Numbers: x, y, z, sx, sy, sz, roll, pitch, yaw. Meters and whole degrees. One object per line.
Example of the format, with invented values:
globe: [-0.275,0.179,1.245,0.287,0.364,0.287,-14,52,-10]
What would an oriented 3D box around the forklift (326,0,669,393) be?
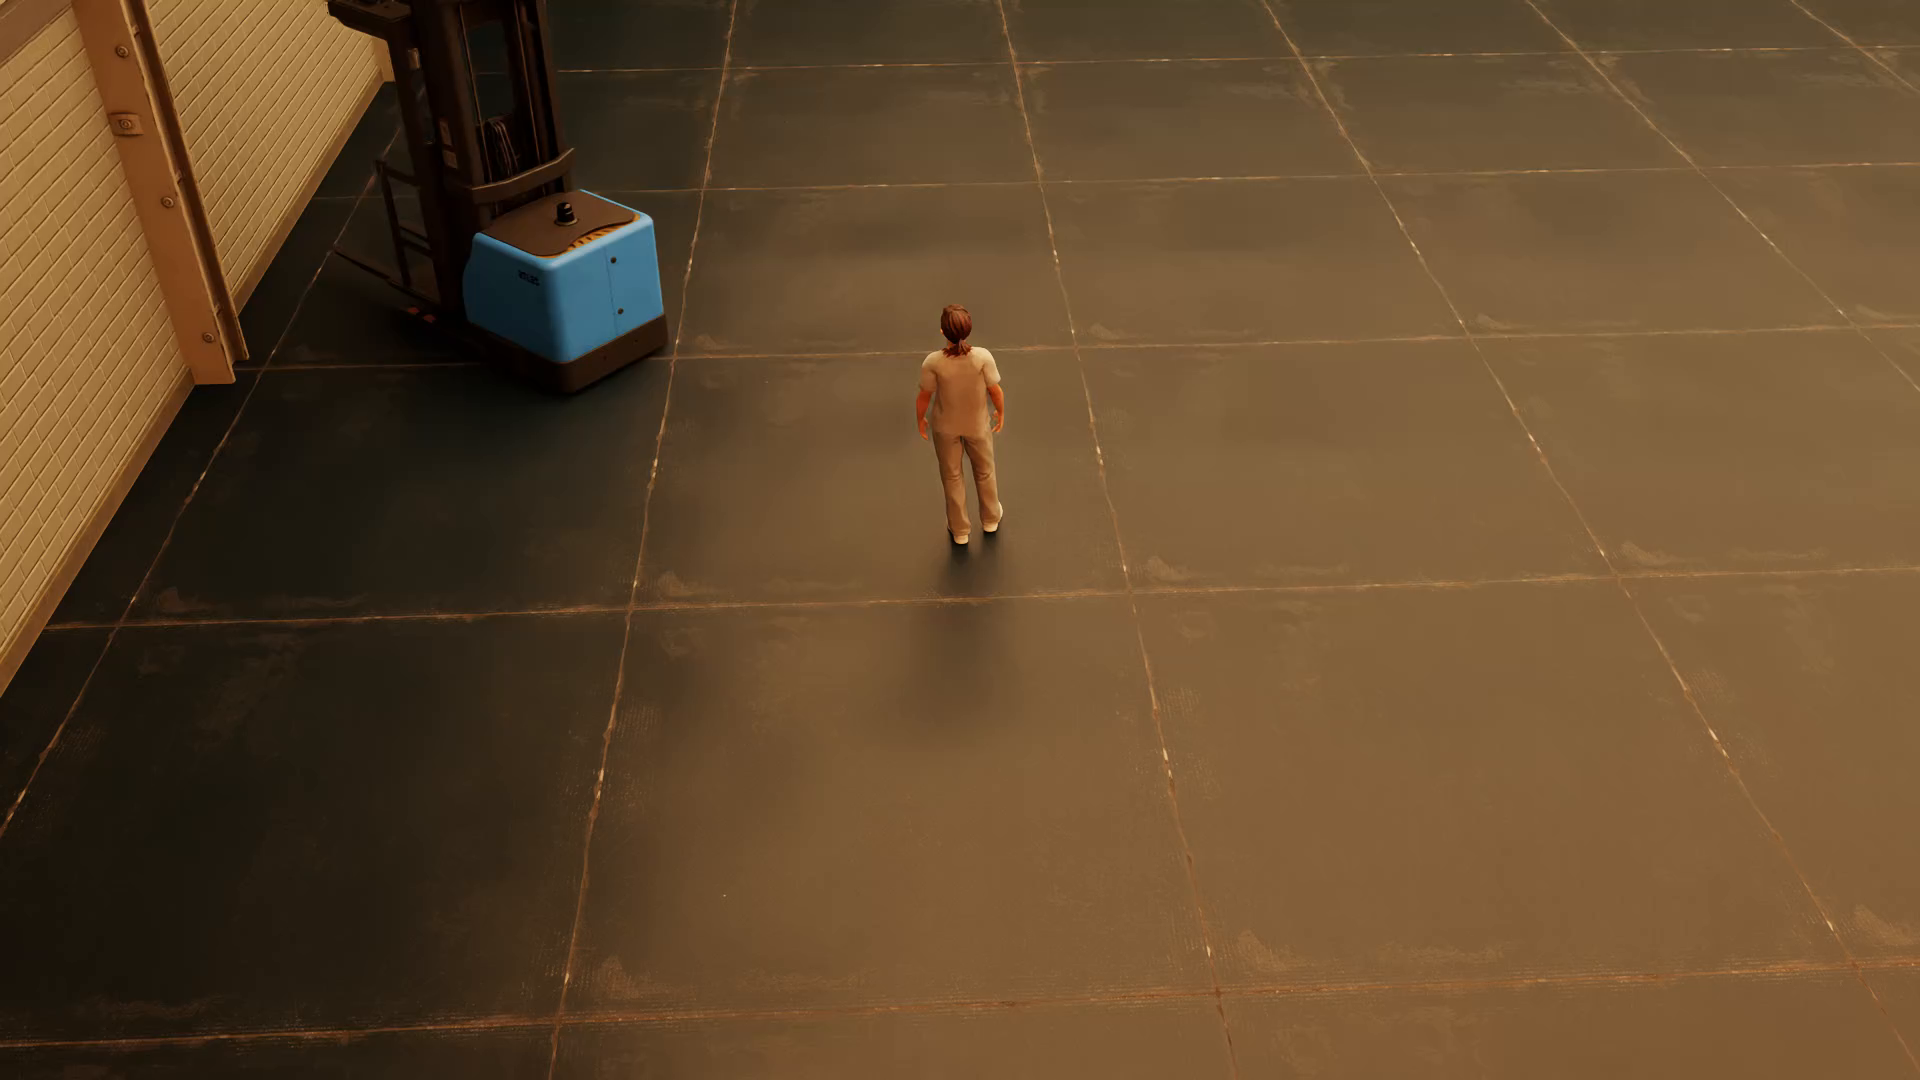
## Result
forklift: [-3.645,-2.943,12.052,3.031,2.935,1.130,25,43,30]

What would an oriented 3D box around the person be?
person: [0.009,-0.726,10.062,0.550,1.675,0.549,-2,36,-2]
